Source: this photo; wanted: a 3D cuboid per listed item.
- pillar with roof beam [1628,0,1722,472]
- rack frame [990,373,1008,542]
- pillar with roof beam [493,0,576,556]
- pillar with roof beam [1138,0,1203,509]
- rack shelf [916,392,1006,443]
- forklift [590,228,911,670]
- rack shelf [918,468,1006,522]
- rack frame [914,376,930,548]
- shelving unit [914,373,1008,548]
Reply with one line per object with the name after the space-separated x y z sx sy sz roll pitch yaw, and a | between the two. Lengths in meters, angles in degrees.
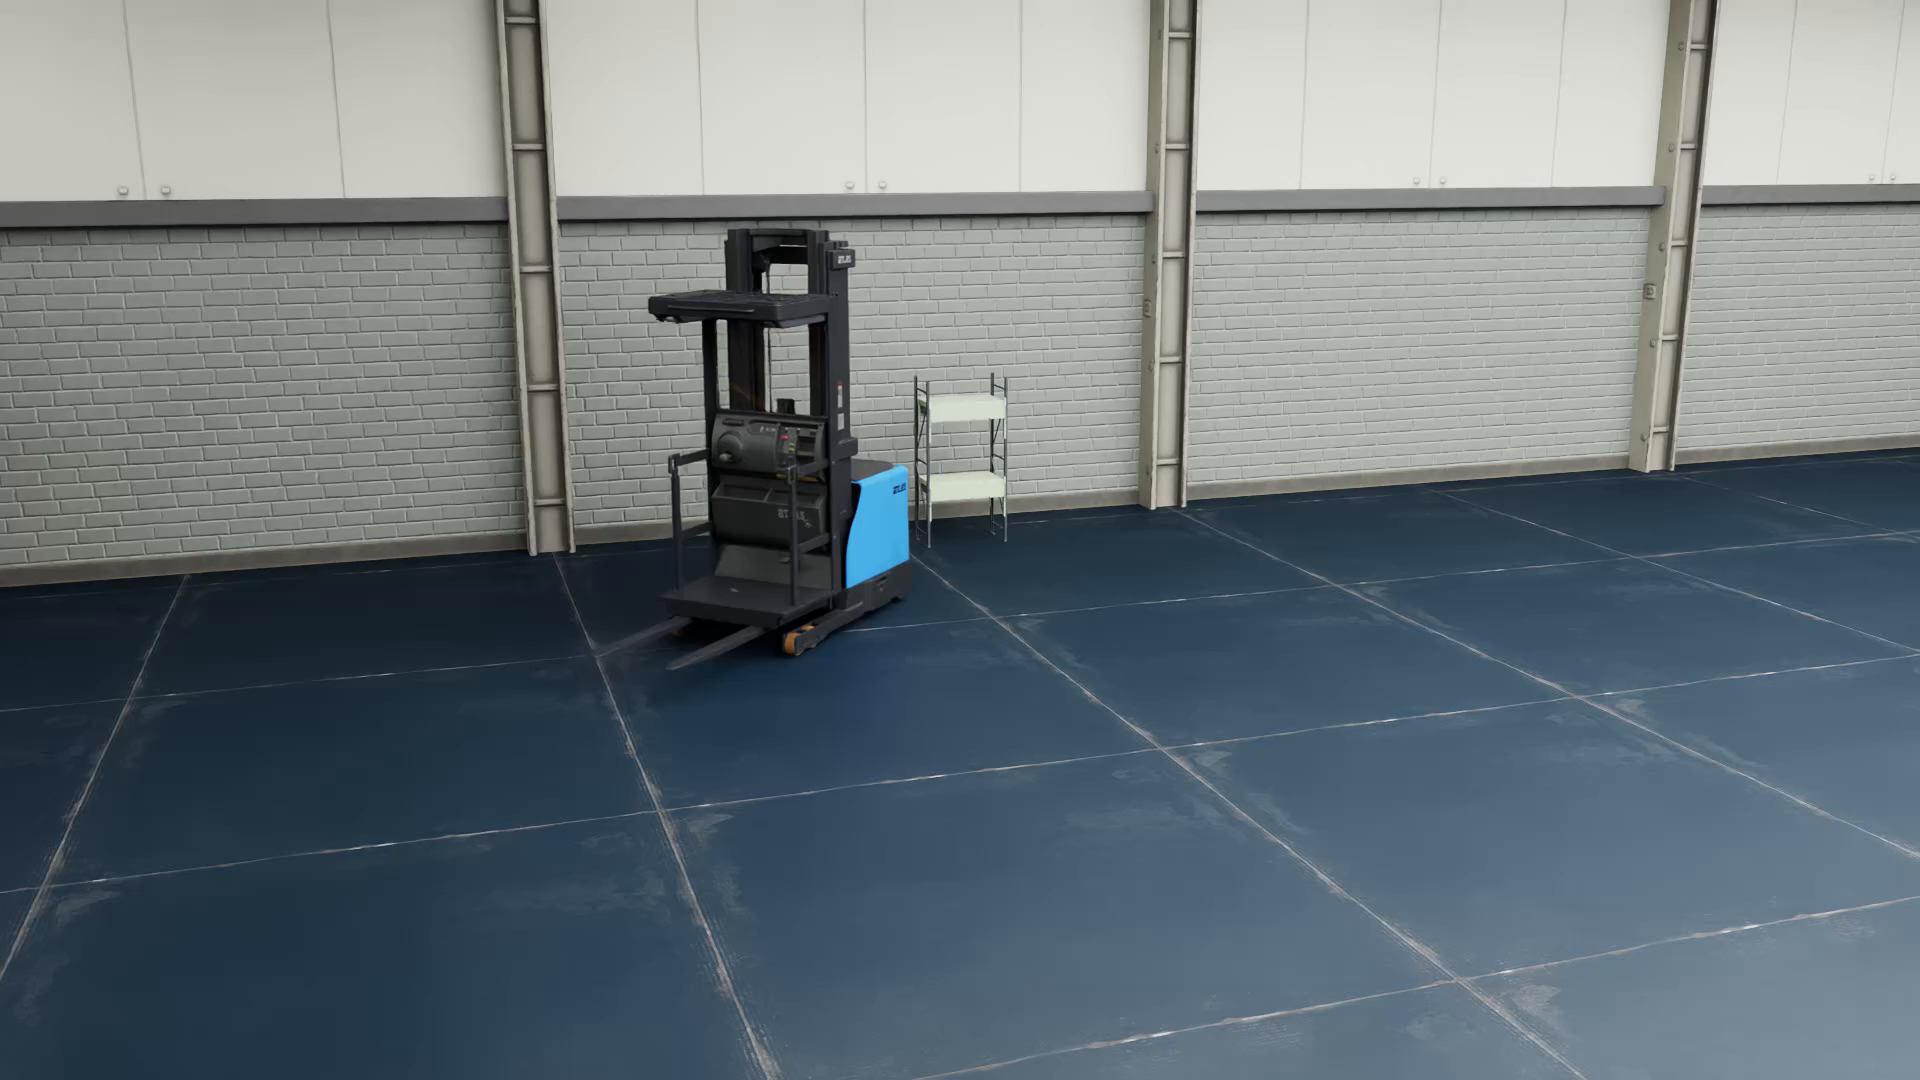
9.092 -4.229 13.585 0.400 9.000 9.100 -4 14 -18 | pillar with roof beam
0.353 -0.757 15.192 0.023 1.500 0.400 -4 14 -18 | rack frame
-2.281 -3.344 9.861 0.400 9.000 9.100 -4 14 -18 | pillar with roof beam
3.406 -3.787 11.723 0.400 9.000 9.100 -4 14 -18 | pillar with roof beam
0.006 -1.110 14.988 0.720 0.370 0.431 -4 14 -18 | rack shelf
-1.495 -0.720 11.943 1.130 2.935 3.031 6 15 25 | forklift
0.006 -0.413 15.154 0.720 0.370 0.431 -4 14 -18 | rack shelf
-0.341 -0.703 14.965 0.023 1.500 0.400 -4 14 -18 | rack frame
0.006 -0.730 15.079 0.755 1.500 0.431 -4 14 -18 | shelving unit
